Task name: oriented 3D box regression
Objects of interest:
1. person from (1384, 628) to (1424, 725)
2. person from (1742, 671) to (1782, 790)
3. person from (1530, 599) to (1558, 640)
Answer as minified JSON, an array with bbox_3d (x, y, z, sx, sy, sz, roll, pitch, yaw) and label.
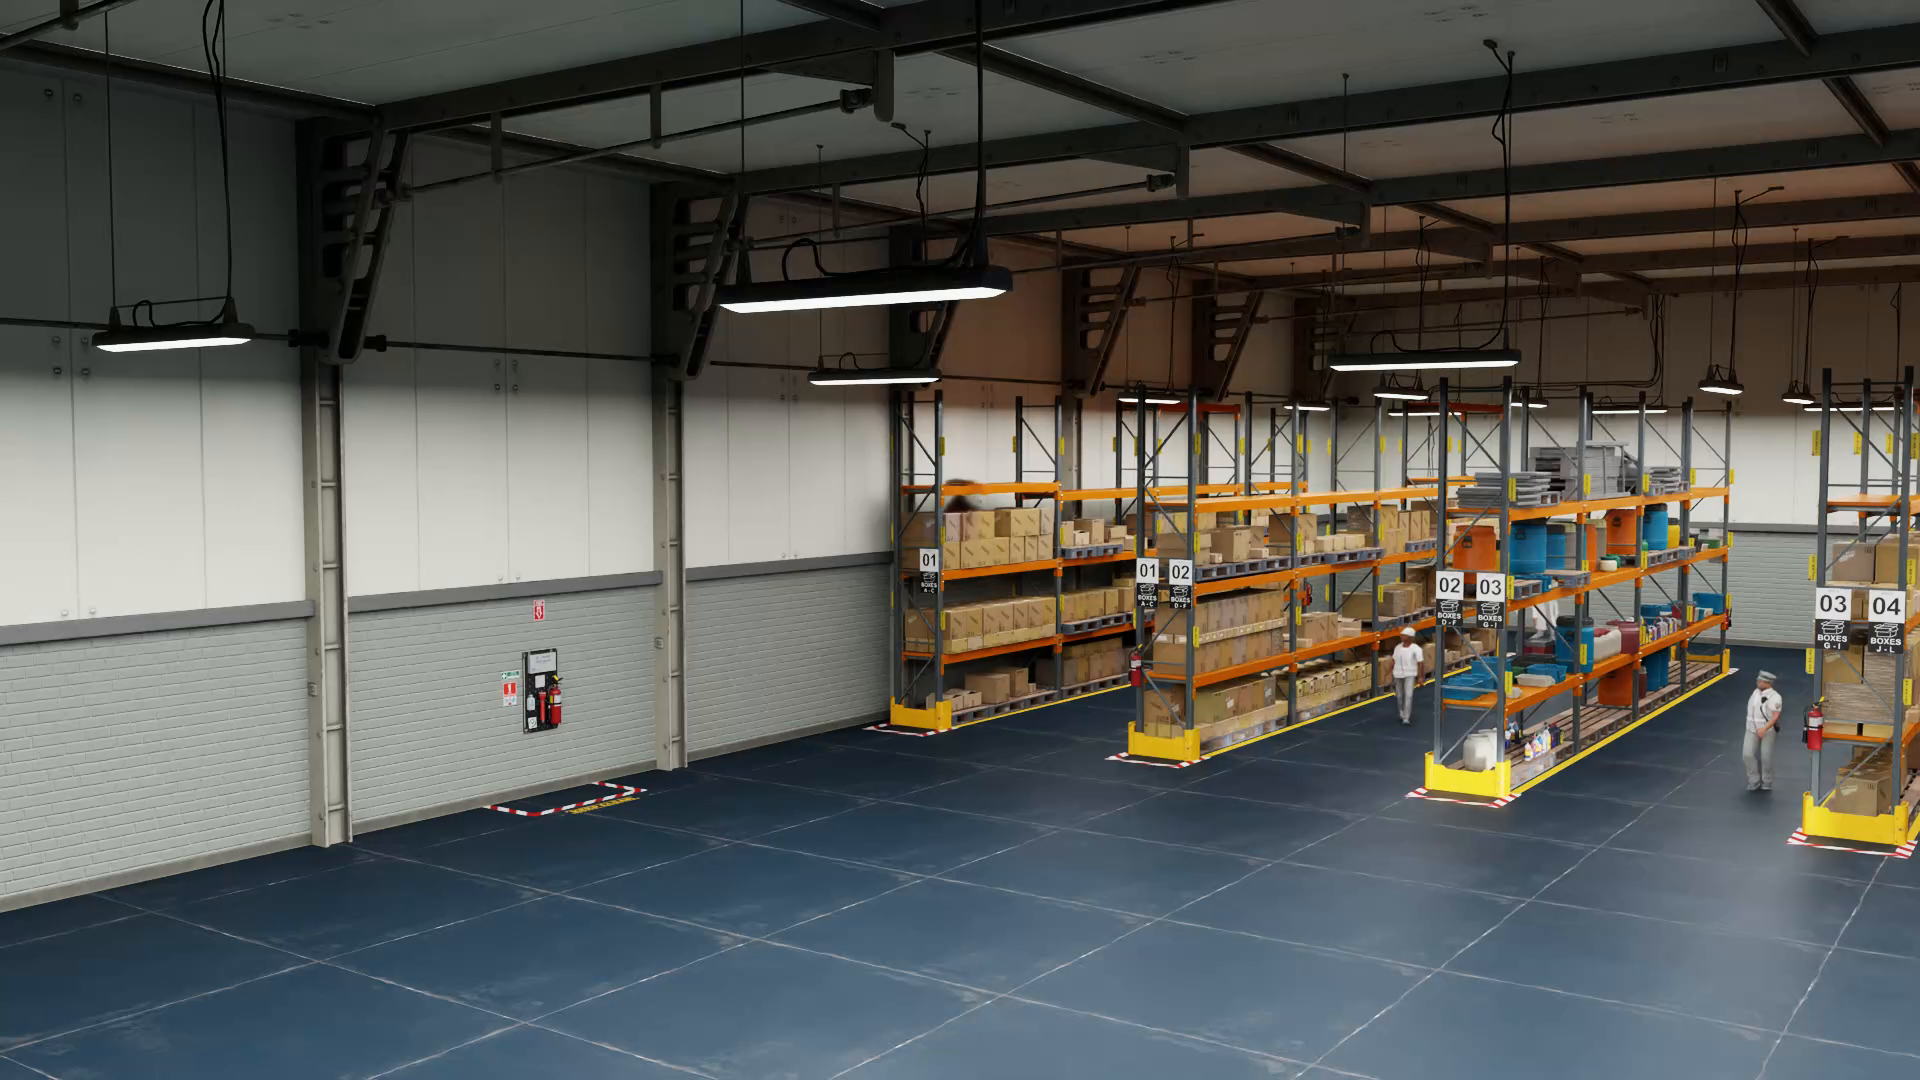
[{"bbox_3d":[8.021,2.451,30.047,0.688,1.728,1.010,1,3,23],"label":"person"},{"bbox_3d":[11.635,2.810,24.161,0.675,1.816,0.556,-3,4,-44],"label":"person"},{"bbox_3d":[13.965,1.882,39.748,0.604,1.744,0.955,-1,3,-19],"label":"person"}]
